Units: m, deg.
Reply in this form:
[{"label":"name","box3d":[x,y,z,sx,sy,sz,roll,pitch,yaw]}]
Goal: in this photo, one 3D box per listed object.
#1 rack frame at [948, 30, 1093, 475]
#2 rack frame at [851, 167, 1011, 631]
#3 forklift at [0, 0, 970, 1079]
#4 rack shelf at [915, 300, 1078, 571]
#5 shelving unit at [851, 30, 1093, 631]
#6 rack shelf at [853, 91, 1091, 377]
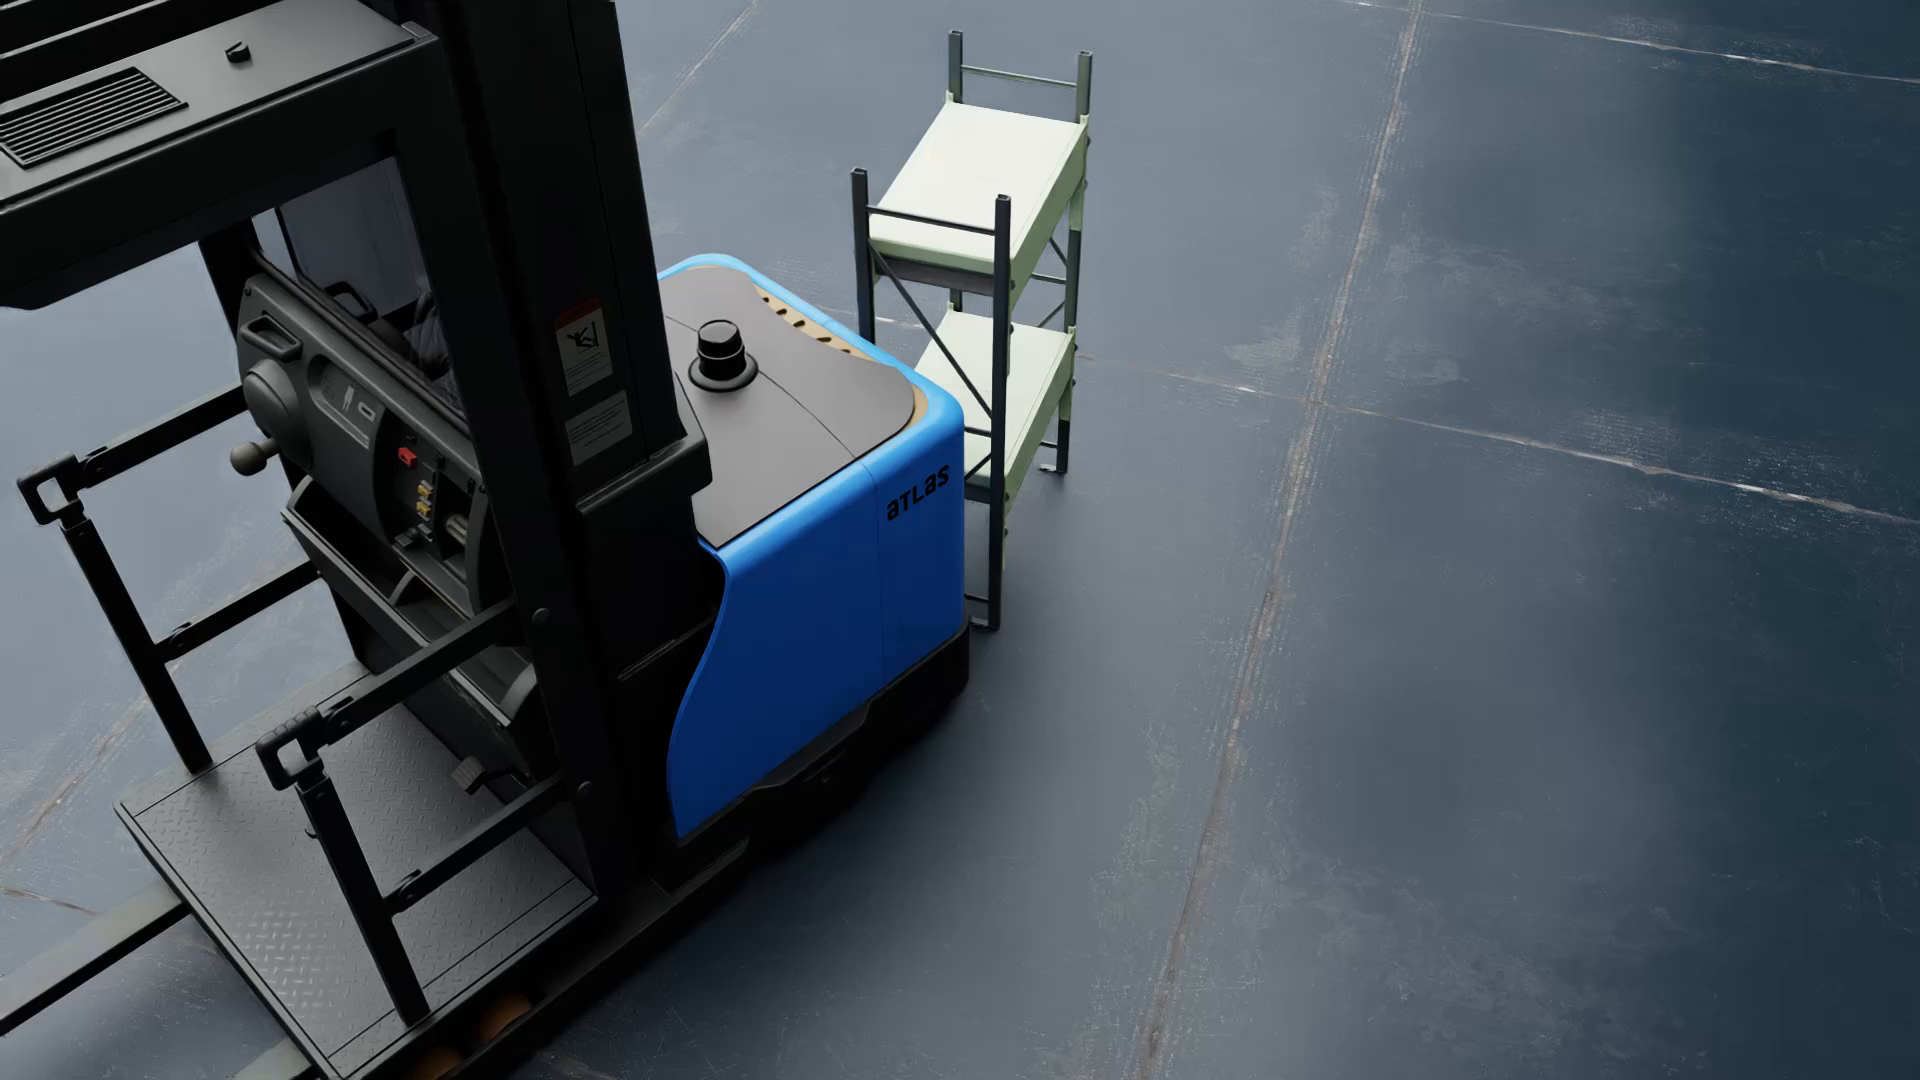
[{"label":"rack frame","box3d":[0.161,-0.802,4.997,0.400,1.500,0.023,13,46,13]},{"label":"rack frame","box3d":[-0.071,-0.317,4.501,0.400,1.500,0.023,13,46,13]},{"label":"forklift","box3d":[-1.367,-0.119,3.276,1.130,2.935,3.031,35,54,30]},{"label":"rack shelf","box3d":[0.045,-0.326,4.977,0.431,0.370,0.720,13,46,13]},{"label":"shelving unit","box3d":[0.045,-0.559,4.749,0.431,1.500,0.755,13,46,13]},{"label":"rack shelf","box3d":[0.045,-0.838,4.476,0.431,0.370,0.720,13,46,13]}]
